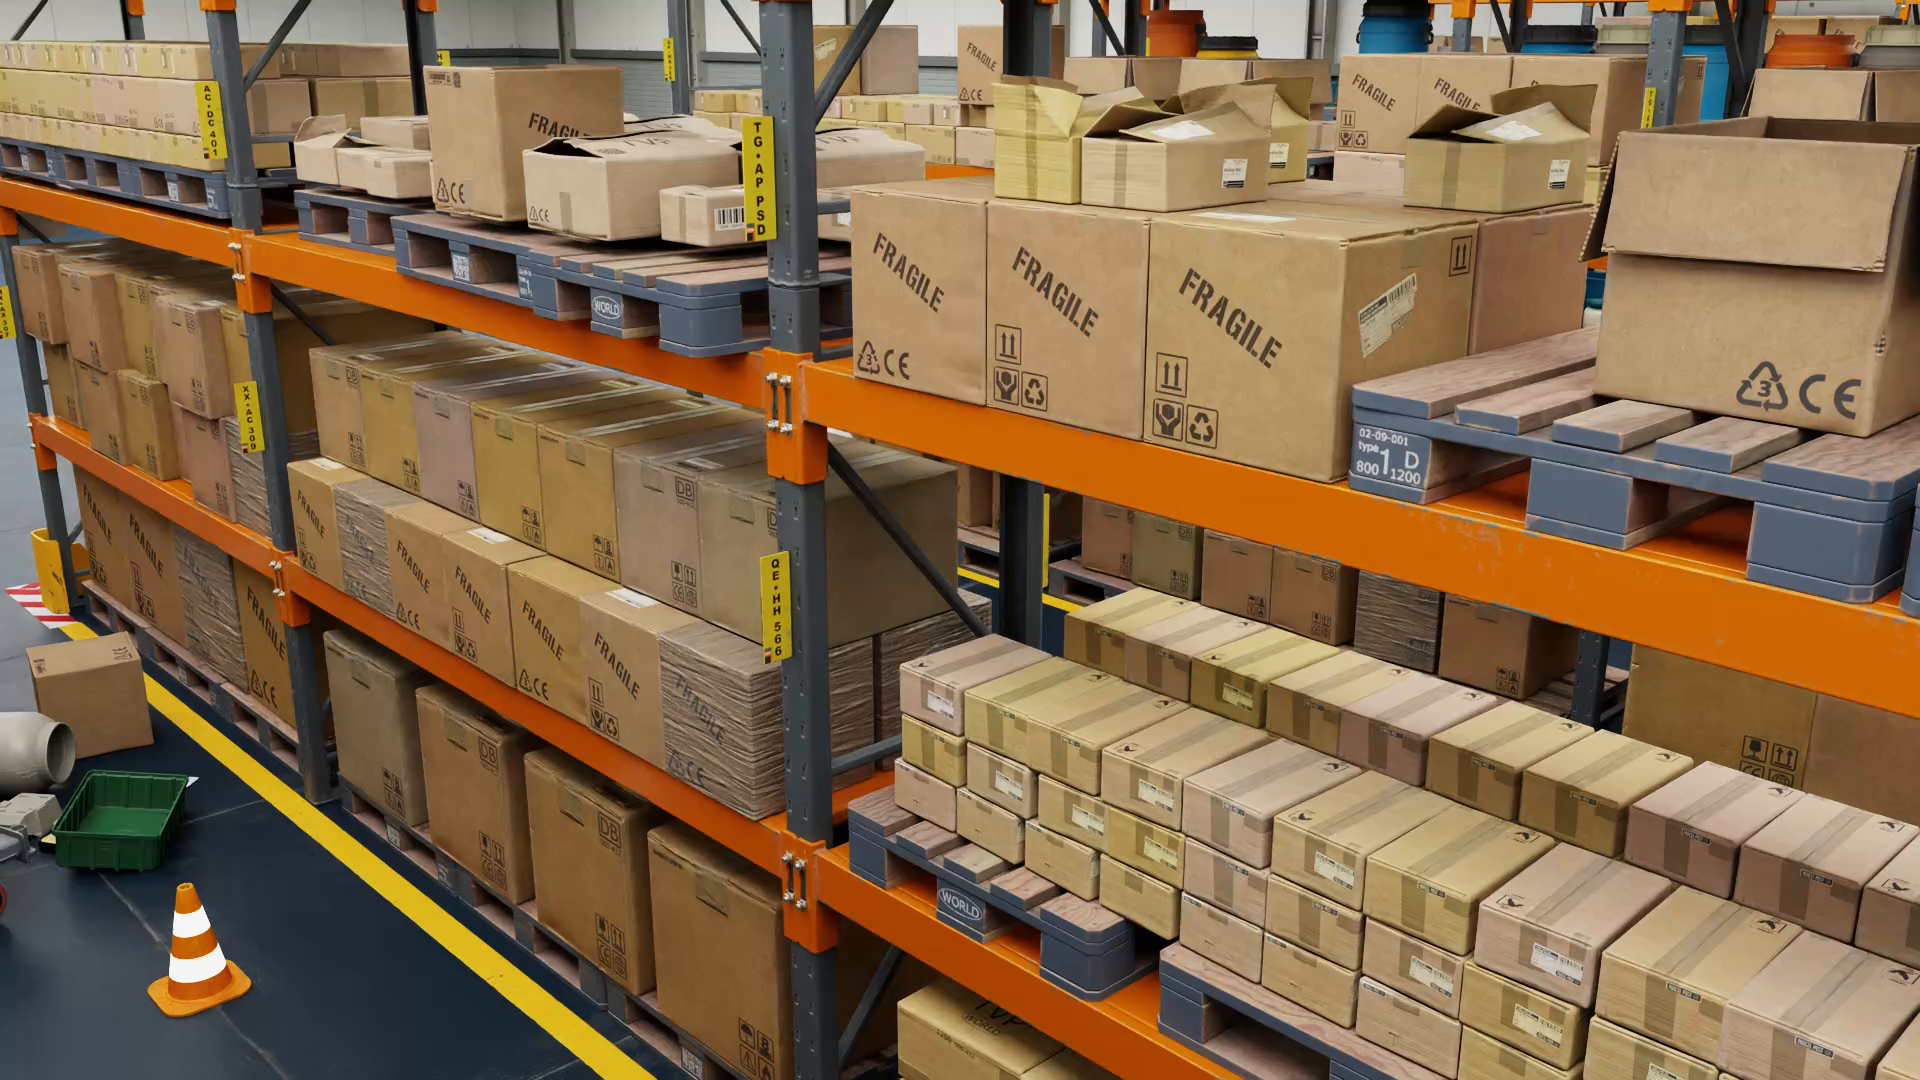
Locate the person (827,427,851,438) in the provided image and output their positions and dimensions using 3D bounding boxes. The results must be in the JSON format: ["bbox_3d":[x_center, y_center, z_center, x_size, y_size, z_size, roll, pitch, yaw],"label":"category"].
[{"bbox_3d":[-0.921,-0.115,9.847,0.583,1.770,0.572,6,18,20],"label":"person"}]
